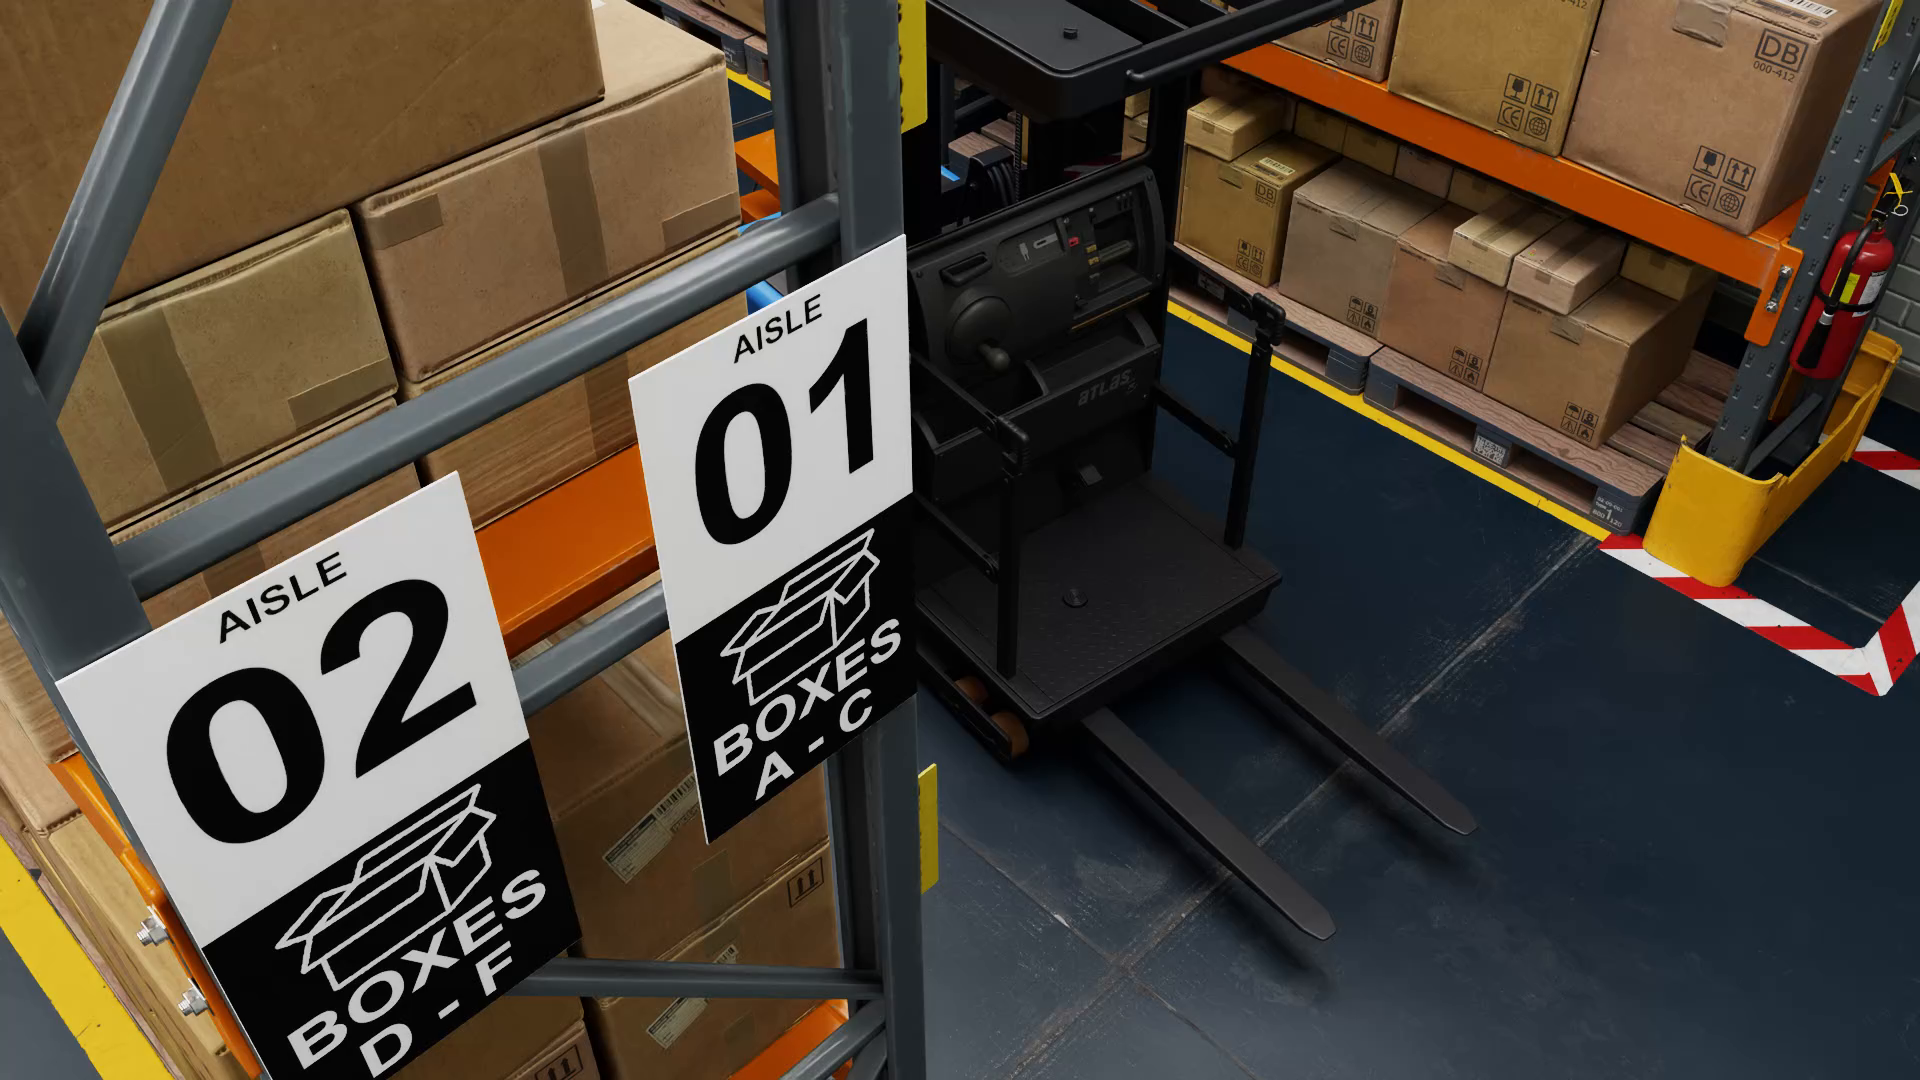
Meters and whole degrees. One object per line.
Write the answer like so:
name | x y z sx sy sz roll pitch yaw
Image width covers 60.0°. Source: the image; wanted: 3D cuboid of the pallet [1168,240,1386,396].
pallet | 1.568 -1.192 7.385 1.003 0.211 1.213 -34 53 -31

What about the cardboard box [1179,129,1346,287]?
cardboard box | 1.389 -1.543 7.242 0.700 0.500 0.500 -33 52 -30

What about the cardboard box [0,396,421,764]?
cardboard box | -1.009 -0.075 2.021 0.500 0.250 0.500 -34 53 -31

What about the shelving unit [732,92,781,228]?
shelving unit | -0.651 -1.088 6.543 0.258 1.200 0.503 -27 49 -26

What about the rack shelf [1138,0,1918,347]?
rack shelf | 1.633 -1.980 6.713 1.077 0.370 4.000 -34 53 -31

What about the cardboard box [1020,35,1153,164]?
cardboard box | 0.676 -2.033 7.773 0.700 0.500 0.500 -33 52 -31

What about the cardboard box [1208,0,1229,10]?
cardboard box | 1.103 -2.694 6.734 0.700 0.700 0.980 33 52 30

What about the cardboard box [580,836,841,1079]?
cardboard box | -0.586 0.716 3.191 0.500 0.500 0.500 -33 52 -30

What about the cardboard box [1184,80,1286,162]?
cardboard box | 1.157 -1.769 7.009 0.250 0.149 0.380 33 52 30

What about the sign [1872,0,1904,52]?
sign | 2.651 -1.543 4.681 0.100 0.325 0.005 -34 53 -31

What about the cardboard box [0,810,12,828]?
cardboard box | -2.042 0.239 3.708 0.500 0.500 0.500 33 52 31

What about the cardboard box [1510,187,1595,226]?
cardboard box | 2.351 -1.325 6.528 0.380 0.149 0.250 -34 52 -31

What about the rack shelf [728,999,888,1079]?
rack shelf | -1.872 0.396 4.142 1.077 0.370 4.000 -34 53 -31

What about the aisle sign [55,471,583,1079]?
aisle sign | -0.628 0.317 1.781 0.394 0.787 0.004 -34 53 -31

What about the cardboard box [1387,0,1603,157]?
cardboard box | 2.156 -1.978 5.960 0.700 0.700 0.980 34 52 31

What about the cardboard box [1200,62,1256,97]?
cardboard box | 1.274 -2.058 7.321 0.250 0.149 0.380 33 52 30

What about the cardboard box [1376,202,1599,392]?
cardboard box | 2.126 -1.049 6.707 0.500 0.500 0.700 34 53 31

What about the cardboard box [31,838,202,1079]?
cardboard box | -1.337 0.723 3.183 0.500 0.500 0.500 -34 52 -31

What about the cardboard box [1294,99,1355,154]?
cardboard box | 1.635 -1.812 7.056 0.250 0.149 0.380 33 52 31

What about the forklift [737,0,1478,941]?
forklift | 0.379 -0.736 4.887 1.130 2.935 3.031 -27 49 -26

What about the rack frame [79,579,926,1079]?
rack frame | -0.460 1.092 2.858 1.000 3.000 0.127 -34 53 -31

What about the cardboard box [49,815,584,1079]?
cardboard box | -0.969 0.606 2.573 0.500 0.500 0.500 34 52 31

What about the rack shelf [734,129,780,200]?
rack shelf | -0.651 -1.377 6.277 0.258 0.148 0.480 -27 49 -26

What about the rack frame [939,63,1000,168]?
rack frame | 0.220 -3.206 7.509 1.000 3.000 0.127 -34 53 -31

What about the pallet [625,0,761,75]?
pallet | -1.244 -3.102 9.452 1.003 0.211 1.213 -34 53 -31

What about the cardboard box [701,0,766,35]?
cardboard box | -0.961 -3.246 8.827 0.750 0.750 0.750 -32 52 -30

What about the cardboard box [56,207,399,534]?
cardboard box | -1.003 -0.263 1.856 0.500 0.250 0.500 -34 53 -31

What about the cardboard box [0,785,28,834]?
cardboard box | -1.695 0.117 3.103 0.500 0.500 0.500 -33 52 -30

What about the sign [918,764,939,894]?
sign | -0.076 0.514 2.845 0.100 0.325 0.005 -34 53 -31

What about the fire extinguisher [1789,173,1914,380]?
fire extinguisher | 2.825 -0.825 5.264 0.296 0.674 0.183 -34 53 -31

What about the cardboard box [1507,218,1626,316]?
cardboard box | 2.260 -1.021 6.199 0.250 0.149 0.380 34 52 31

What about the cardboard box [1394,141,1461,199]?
cardboard box | 1.995 -1.568 6.791 0.380 0.149 0.250 -33 52 -31

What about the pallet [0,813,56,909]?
pallet | -2.800 0.525 5.527 1.003 0.211 1.213 -34 53 -31
